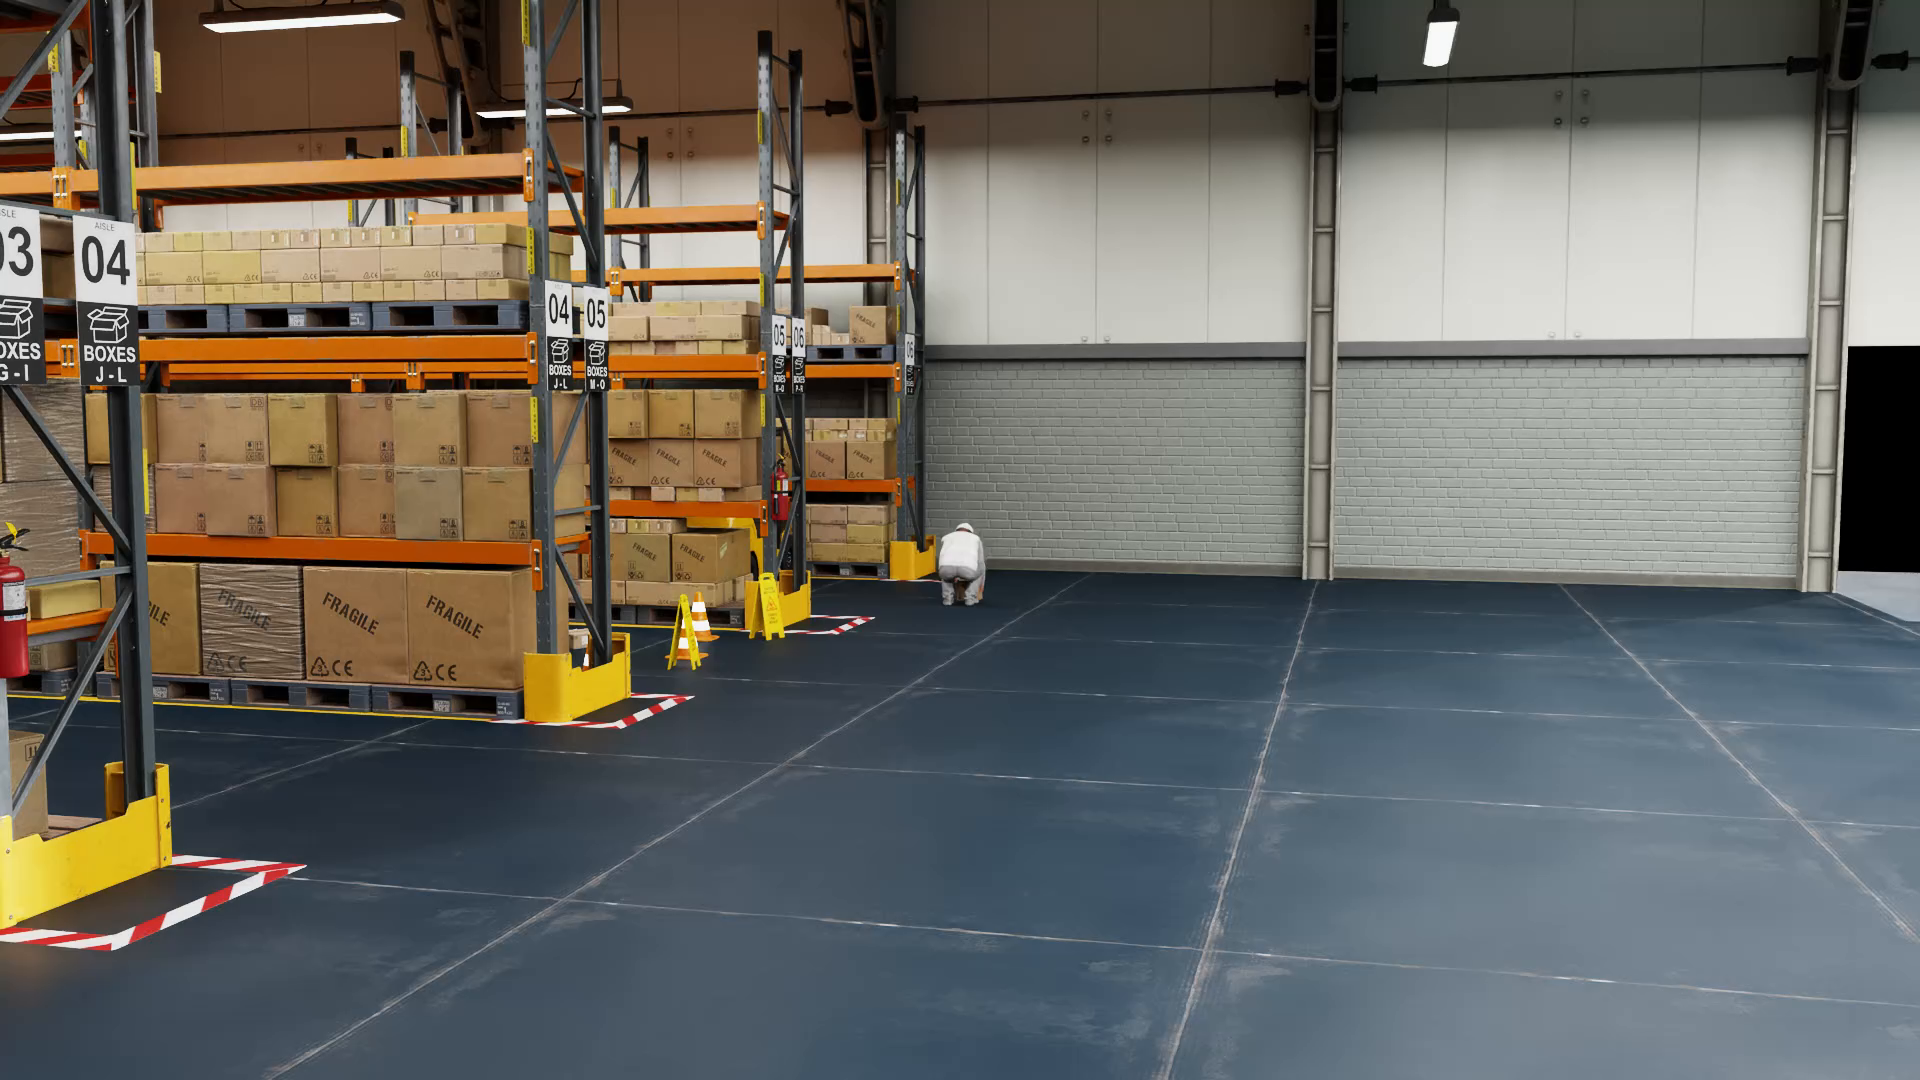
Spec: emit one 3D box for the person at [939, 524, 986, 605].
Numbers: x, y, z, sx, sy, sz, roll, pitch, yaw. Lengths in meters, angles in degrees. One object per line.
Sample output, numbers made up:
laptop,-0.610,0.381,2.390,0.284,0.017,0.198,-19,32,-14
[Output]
person,0.019,0.288,19.244,0.523,0.891,0.917,1,5,14
